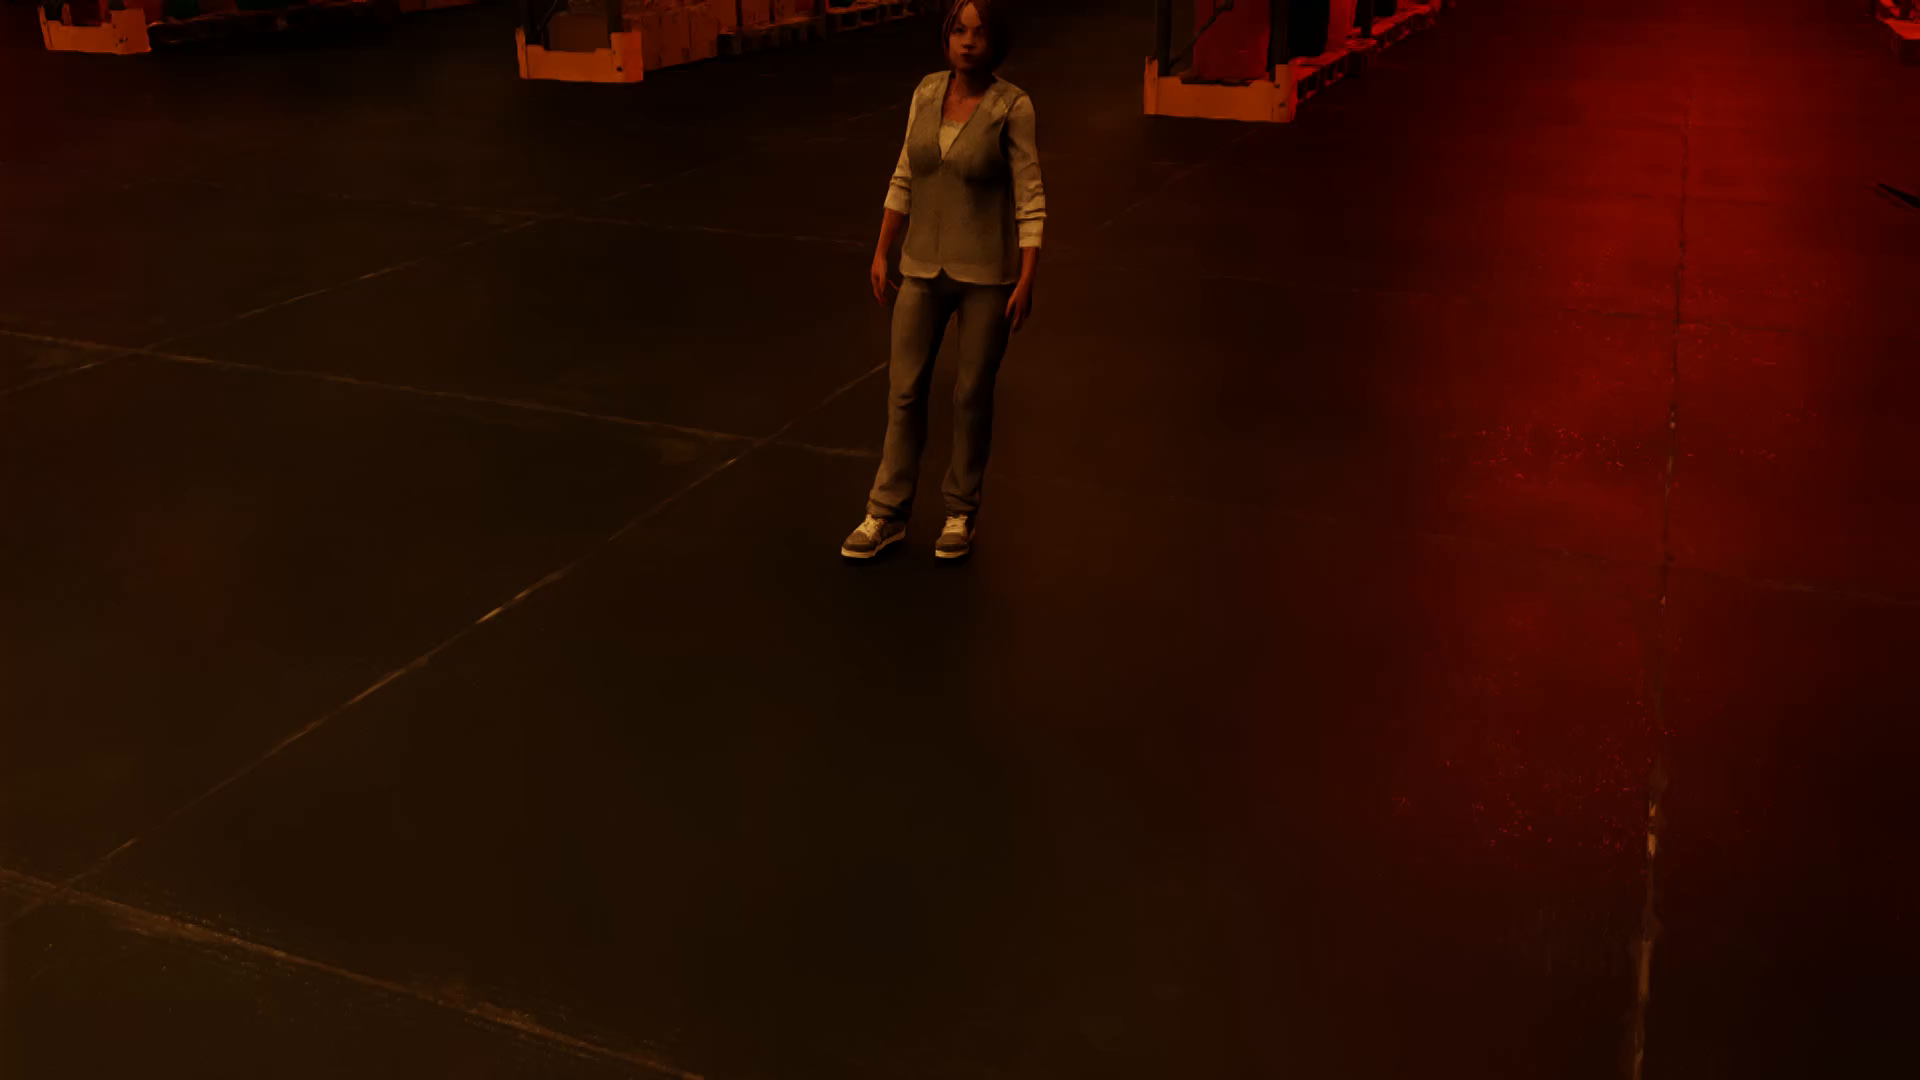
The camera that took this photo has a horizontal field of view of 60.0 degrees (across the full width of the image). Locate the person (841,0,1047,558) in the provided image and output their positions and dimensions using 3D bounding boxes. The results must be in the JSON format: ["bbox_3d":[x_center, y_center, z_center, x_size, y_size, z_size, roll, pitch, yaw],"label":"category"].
[{"bbox_3d":[-0.041,-0.719,4.724,0.521,1.597,0.474,9,24,21],"label":"person"}]

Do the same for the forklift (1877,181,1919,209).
[{"bbox_3d":[5.416,-2.569,7.438,1.130,2.935,3.031,1,23,2],"label":"forklift"}]
